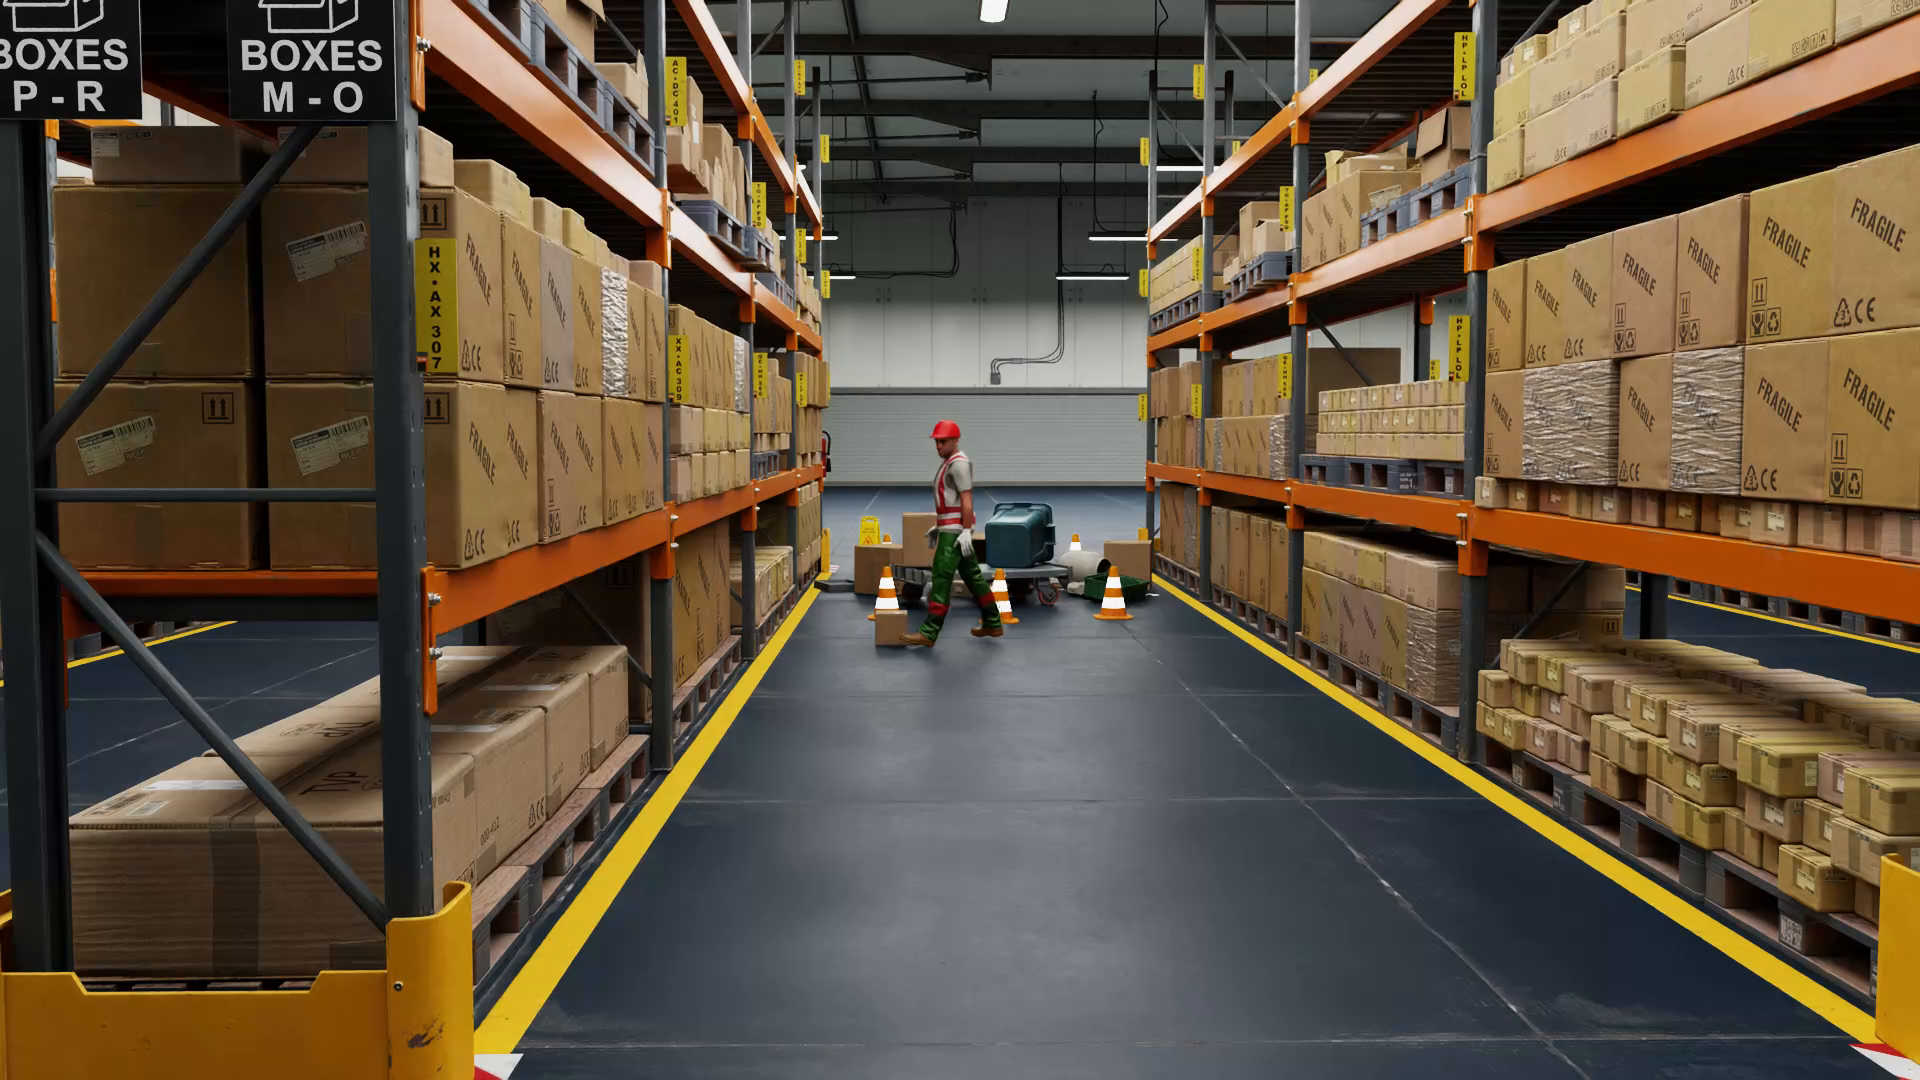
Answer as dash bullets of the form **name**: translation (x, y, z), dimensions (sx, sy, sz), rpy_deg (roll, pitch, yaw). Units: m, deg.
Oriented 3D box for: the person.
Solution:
- **person**: translation (-0.068, -0.056, 13.088), dimensions (0.842, 1.772, 0.648), rpy_deg (0, 4, -3)
